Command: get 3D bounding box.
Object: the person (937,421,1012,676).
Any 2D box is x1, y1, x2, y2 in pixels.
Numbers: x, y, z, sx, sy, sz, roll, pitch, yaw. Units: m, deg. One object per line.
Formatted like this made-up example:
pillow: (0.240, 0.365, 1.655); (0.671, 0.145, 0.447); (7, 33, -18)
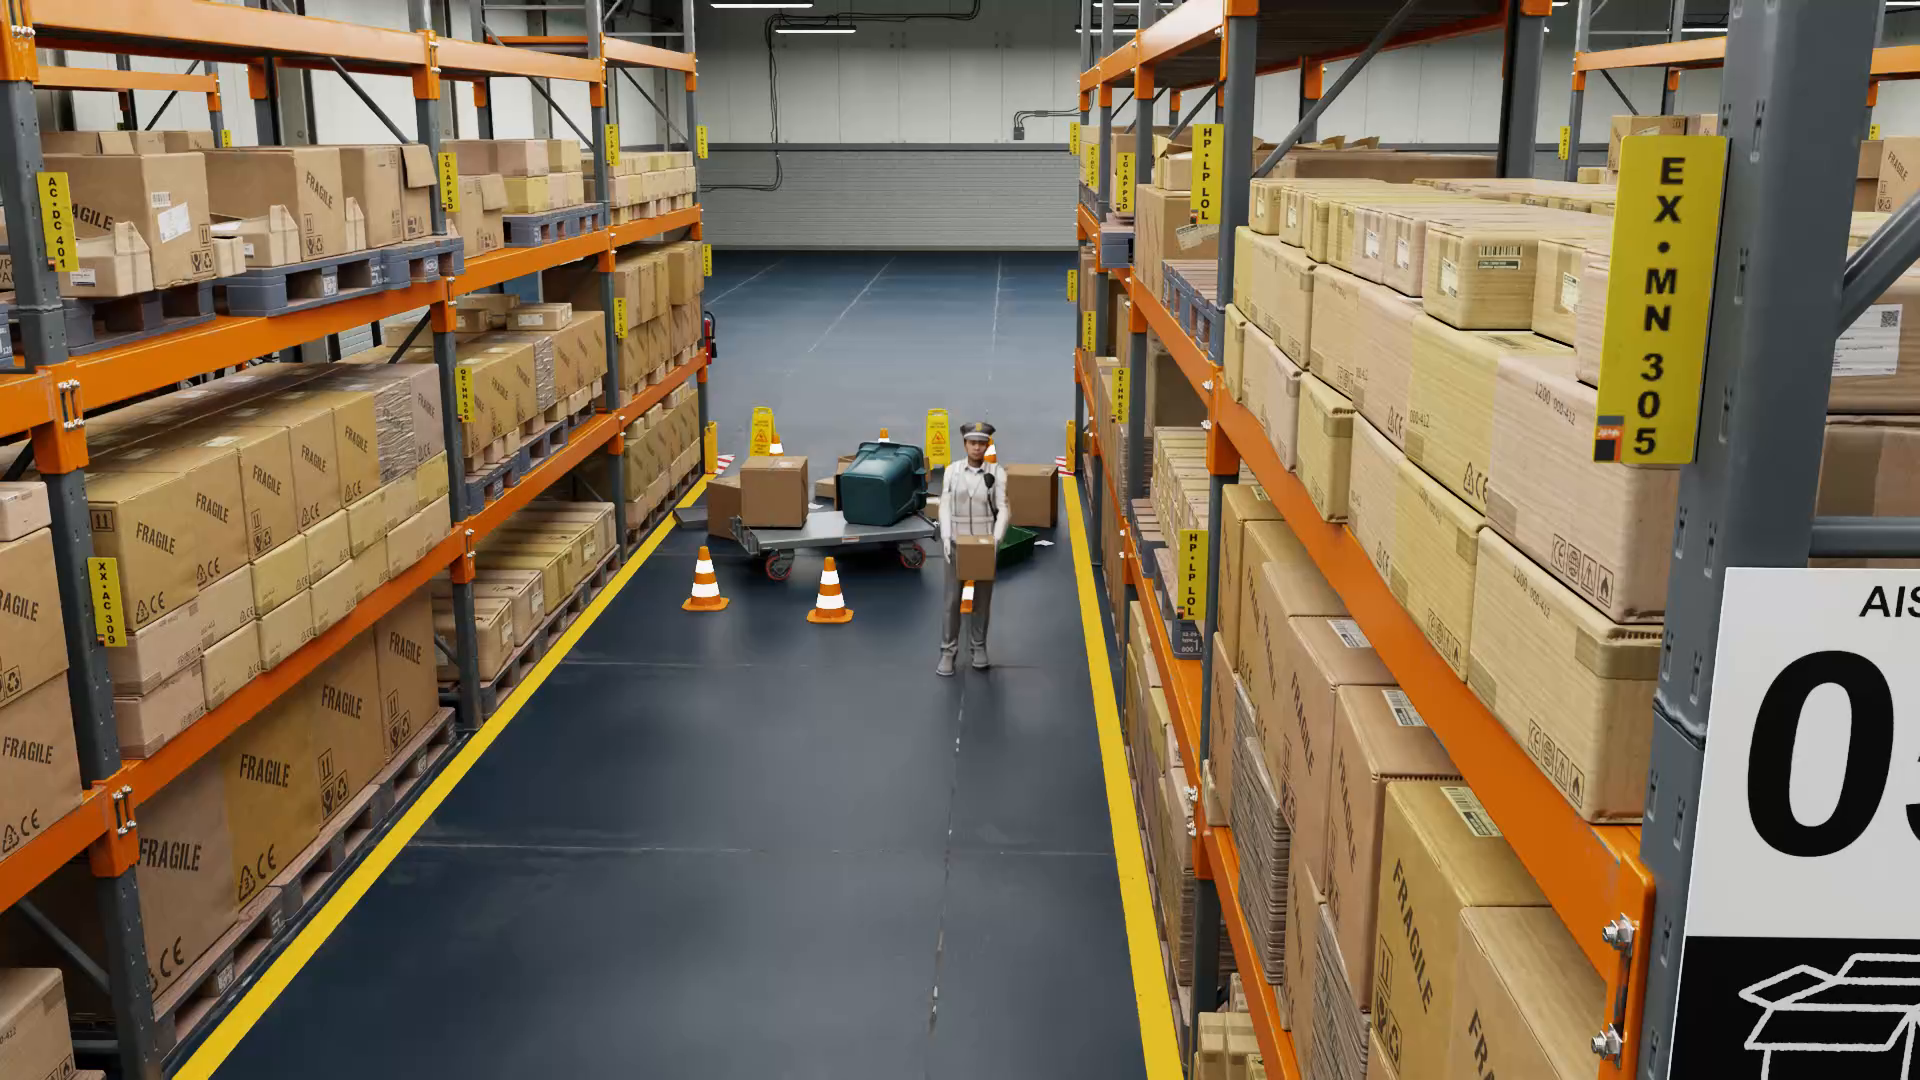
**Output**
person: (0.099, 0.044, 11.229); (0.501, 1.698, 0.511); (1, 14, 3)
